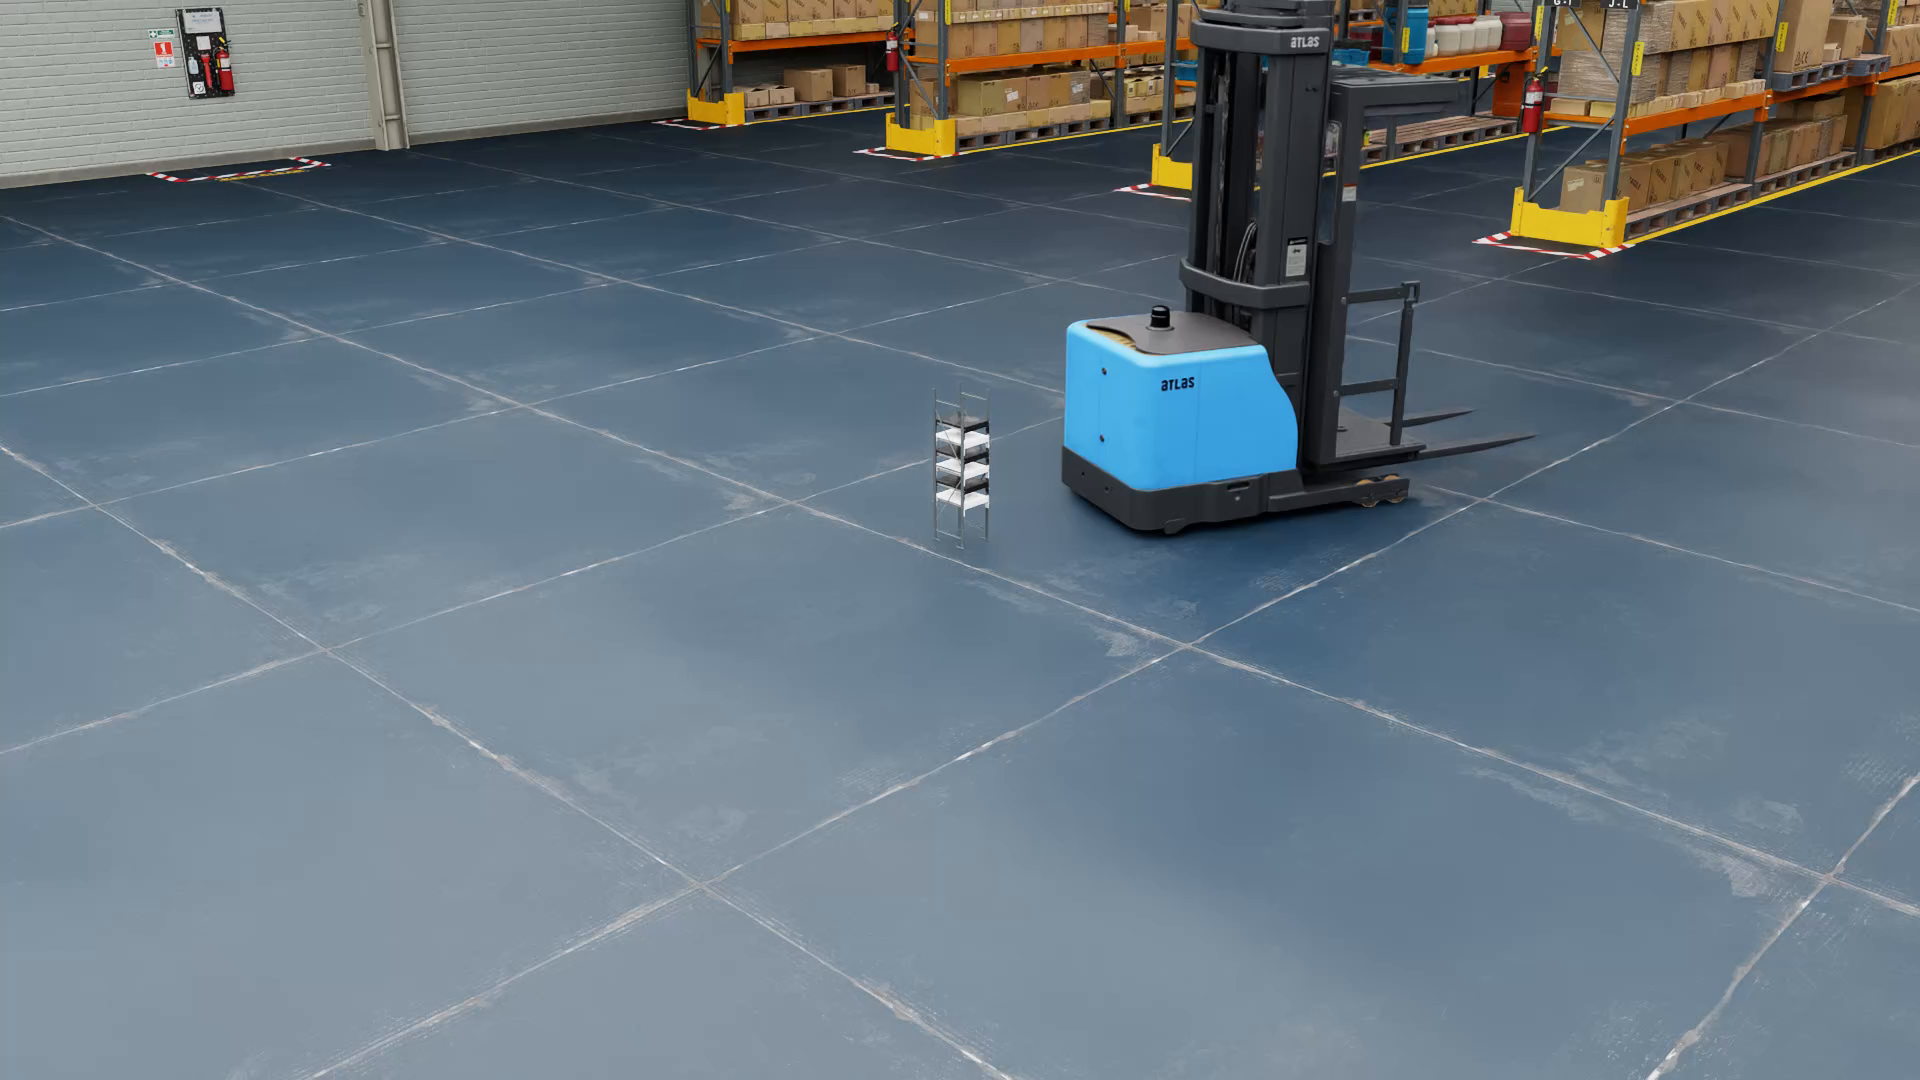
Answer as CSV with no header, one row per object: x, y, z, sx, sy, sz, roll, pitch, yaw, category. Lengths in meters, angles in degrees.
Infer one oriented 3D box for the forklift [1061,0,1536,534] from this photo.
2.192,-1.731,9.992,3.031,2.935,1.130,-9,23,-22,forklift

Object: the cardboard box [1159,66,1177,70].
3.721,-8.033,28.758,0.500,0.311,0.500,18,28,39,cardboard box

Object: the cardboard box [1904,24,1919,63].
13.357,-7.076,23.664,0.500,0.500,0.500,19,28,40,cardboard box

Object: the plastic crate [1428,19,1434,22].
7.214,-7.637,25.175,0.402,0.464,0.583,19,28,41,plastic crate

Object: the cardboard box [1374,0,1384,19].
8.356,-10.325,32.116,0.500,0.500,0.500,-19,28,-41,cardboard box

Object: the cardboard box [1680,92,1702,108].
8.014,-4.908,18.513,0.380,0.149,0.250,19,28,41,cardboard box

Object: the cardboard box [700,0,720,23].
-3.942,-8.833,27.511,0.500,0.500,0.500,19,28,40,cardboard box

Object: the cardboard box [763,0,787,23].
-3.218,-8.831,27.505,0.500,0.500,0.500,19,28,41,cardboard box

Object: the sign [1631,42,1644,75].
6.918,-4.919,16.984,0.100,0.325,0.005,19,28,41,sign

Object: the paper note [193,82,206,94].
-10.359,-6.159,22.644,0.016,0.148,0.142,19,28,41,paper note

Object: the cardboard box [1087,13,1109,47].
1.919,-8.090,26.302,0.700,0.500,0.500,18,28,39,cardboard box

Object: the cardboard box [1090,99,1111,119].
2.057,-6.898,26.586,0.500,0.250,0.500,19,28,41,cardboard box

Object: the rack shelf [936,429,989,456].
0.006,-0.559,9.366,0.258,0.077,0.200,19,28,41,rack shelf

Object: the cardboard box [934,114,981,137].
-0.033,-6.125,24.577,0.500,0.250,0.500,19,28,41,cardboard box

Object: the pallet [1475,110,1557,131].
9.081,-6.858,27.123,1.003,0.211,1.213,19,28,41,pallet

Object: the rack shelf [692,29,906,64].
-2.723,-8.548,28.635,1.077,0.370,4.000,19,28,41,rack shelf

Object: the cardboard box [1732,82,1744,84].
8.981,-5.321,19.588,0.380,0.149,0.250,19,28,41,cardboard box

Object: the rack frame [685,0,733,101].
-4.118,-8.369,27.169,1.000,3.000,0.127,19,28,41,rack frame

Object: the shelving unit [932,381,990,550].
0.006,-0.422,9.419,0.258,0.900,0.210,19,28,41,shelving unit

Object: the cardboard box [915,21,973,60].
-0.231,-7.294,24.232,0.700,0.500,0.500,19,28,41,cardboard box

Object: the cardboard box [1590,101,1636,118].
6.898,-4.547,17.573,0.380,0.149,0.250,19,28,41,cardboard box

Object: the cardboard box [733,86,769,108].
-3.571,-7.475,27.976,0.500,0.311,0.500,15,26,35,cardboard box

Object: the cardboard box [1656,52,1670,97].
7.195,-5.129,18.184,0.875,0.500,0.500,19,28,41,cardboard box

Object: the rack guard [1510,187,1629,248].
6.582,-3.503,17.992,1.175,0.500,0.348,19,28,41,rack guard

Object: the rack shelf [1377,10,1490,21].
9.200,-10.394,33.438,1.077,0.370,4.000,19,28,41,rack shelf

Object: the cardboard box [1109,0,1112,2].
2.704,-10.941,33.278,0.500,0.500,0.500,19,28,40,cardboard box

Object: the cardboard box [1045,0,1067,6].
1.218,-8.437,25.396,0.700,0.500,0.500,19,28,41,cardboard box

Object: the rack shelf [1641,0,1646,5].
7.924,-6.229,18.421,1.077,0.370,4.000,19,28,41,rack shelf

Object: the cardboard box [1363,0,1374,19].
7.970,-10.455,32.454,0.500,0.500,0.500,-20,28,-41,cardboard box

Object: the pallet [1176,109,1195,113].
4.412,-7.684,29.271,1.003,0.211,1.213,19,28,41,pallet

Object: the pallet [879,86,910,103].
-0.786,-8.297,30.866,1.003,0.211,1.213,19,28,41,pallet

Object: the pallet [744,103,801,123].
-3.473,-7.287,28.240,1.003,0.211,1.213,19,28,41,pallet

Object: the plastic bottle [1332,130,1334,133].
5.270,-5.596,23.135,0.152,0.276,0.135,19,28,41,plastic bottle

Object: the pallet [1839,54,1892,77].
11.689,-6.407,22.331,1.213,0.211,1.003,19,28,41,pallet

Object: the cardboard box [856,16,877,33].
-1.794,-9.013,29.025,0.500,0.250,0.500,19,28,41,cardboard box

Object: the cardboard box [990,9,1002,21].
0.397,-7.724,24.445,0.380,0.149,0.250,19,28,40,cardboard box

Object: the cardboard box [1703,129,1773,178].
9.763,-4.870,20.934,0.700,0.500,0.500,17,27,37,cardboard box

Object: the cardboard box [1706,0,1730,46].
8.154,-5.761,18.436,0.500,0.500,0.500,19,28,41,cardboard box

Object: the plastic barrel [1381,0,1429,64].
6.257,-7.176,23.364,0.600,0.901,0.708,19,28,41,plastic barrel

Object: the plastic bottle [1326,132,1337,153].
5.052,-5.441,22.734,0.135,0.276,0.152,-20,28,-41,plastic bottle

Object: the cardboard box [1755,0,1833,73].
9.974,-6.324,20.425,1.000,1.000,1.000,19,28,41,cardboard box

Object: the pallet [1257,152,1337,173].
4.421,-5.139,22.651,1.003,0.211,1.213,19,28,41,pallet

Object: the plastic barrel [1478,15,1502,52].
7.996,-7.681,25.221,0.421,0.512,0.421,0,21,0,plastic barrel

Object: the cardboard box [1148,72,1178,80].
3.404,-7.638,27.731,0.500,0.311,0.500,18,27,39,cardboard box

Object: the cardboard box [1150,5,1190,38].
3.488,-8.663,27.793,0.500,0.500,0.500,19,28,41,cardboard box

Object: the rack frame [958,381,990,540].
0.077,-0.448,9.487,0.240,0.900,0.006,19,28,41,rack frame

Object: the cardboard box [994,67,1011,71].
0.555,-9.163,32.104,0.700,0.500,0.500,19,28,41,cardboard box

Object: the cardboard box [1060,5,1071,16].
1.477,-8.124,25.486,0.380,0.149,0.250,19,28,40,cardboard box

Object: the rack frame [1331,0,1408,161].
5.771,-6.918,23.393,1.000,3.000,0.127,19,28,41,rack frame

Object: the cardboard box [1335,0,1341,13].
6.617,-9.988,30.656,0.700,0.500,0.500,12,24,27,cardboard box

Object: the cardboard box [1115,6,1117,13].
3.109,-10.807,33.834,0.250,0.149,0.380,-19,28,-40,cardboard box

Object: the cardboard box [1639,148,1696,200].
8.241,-4.287,19.445,0.500,0.500,0.500,16,26,36,cardboard box

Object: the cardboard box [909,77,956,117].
-0.405,-6.606,24.781,0.500,0.500,0.500,19,28,41,cardboard box

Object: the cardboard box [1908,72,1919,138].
13.845,-6.540,24.785,1.225,0.875,0.875,18,27,39,cardboard box
